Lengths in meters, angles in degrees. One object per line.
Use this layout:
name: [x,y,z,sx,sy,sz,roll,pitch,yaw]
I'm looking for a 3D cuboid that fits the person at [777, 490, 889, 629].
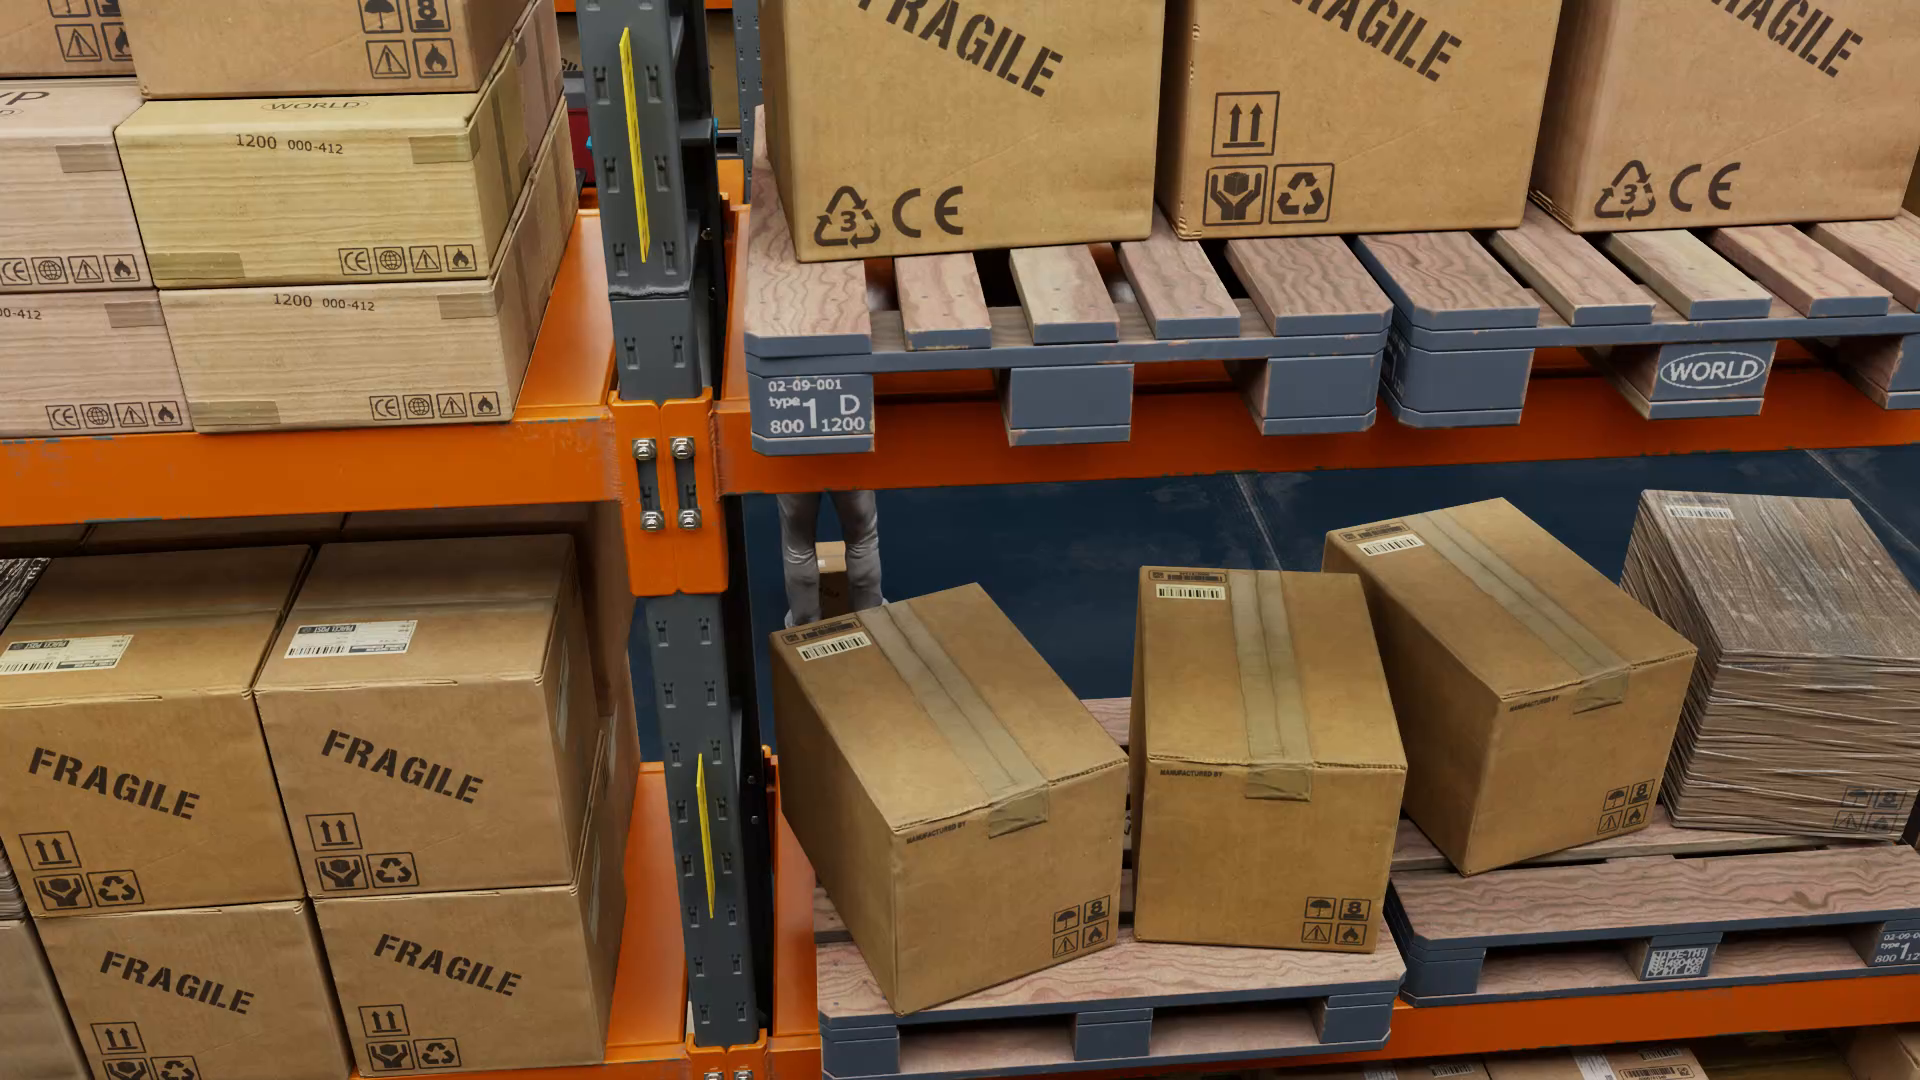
person: [-0.555,-0.352,6.703,0.626,1.761,0.459,-3,31,-5]
